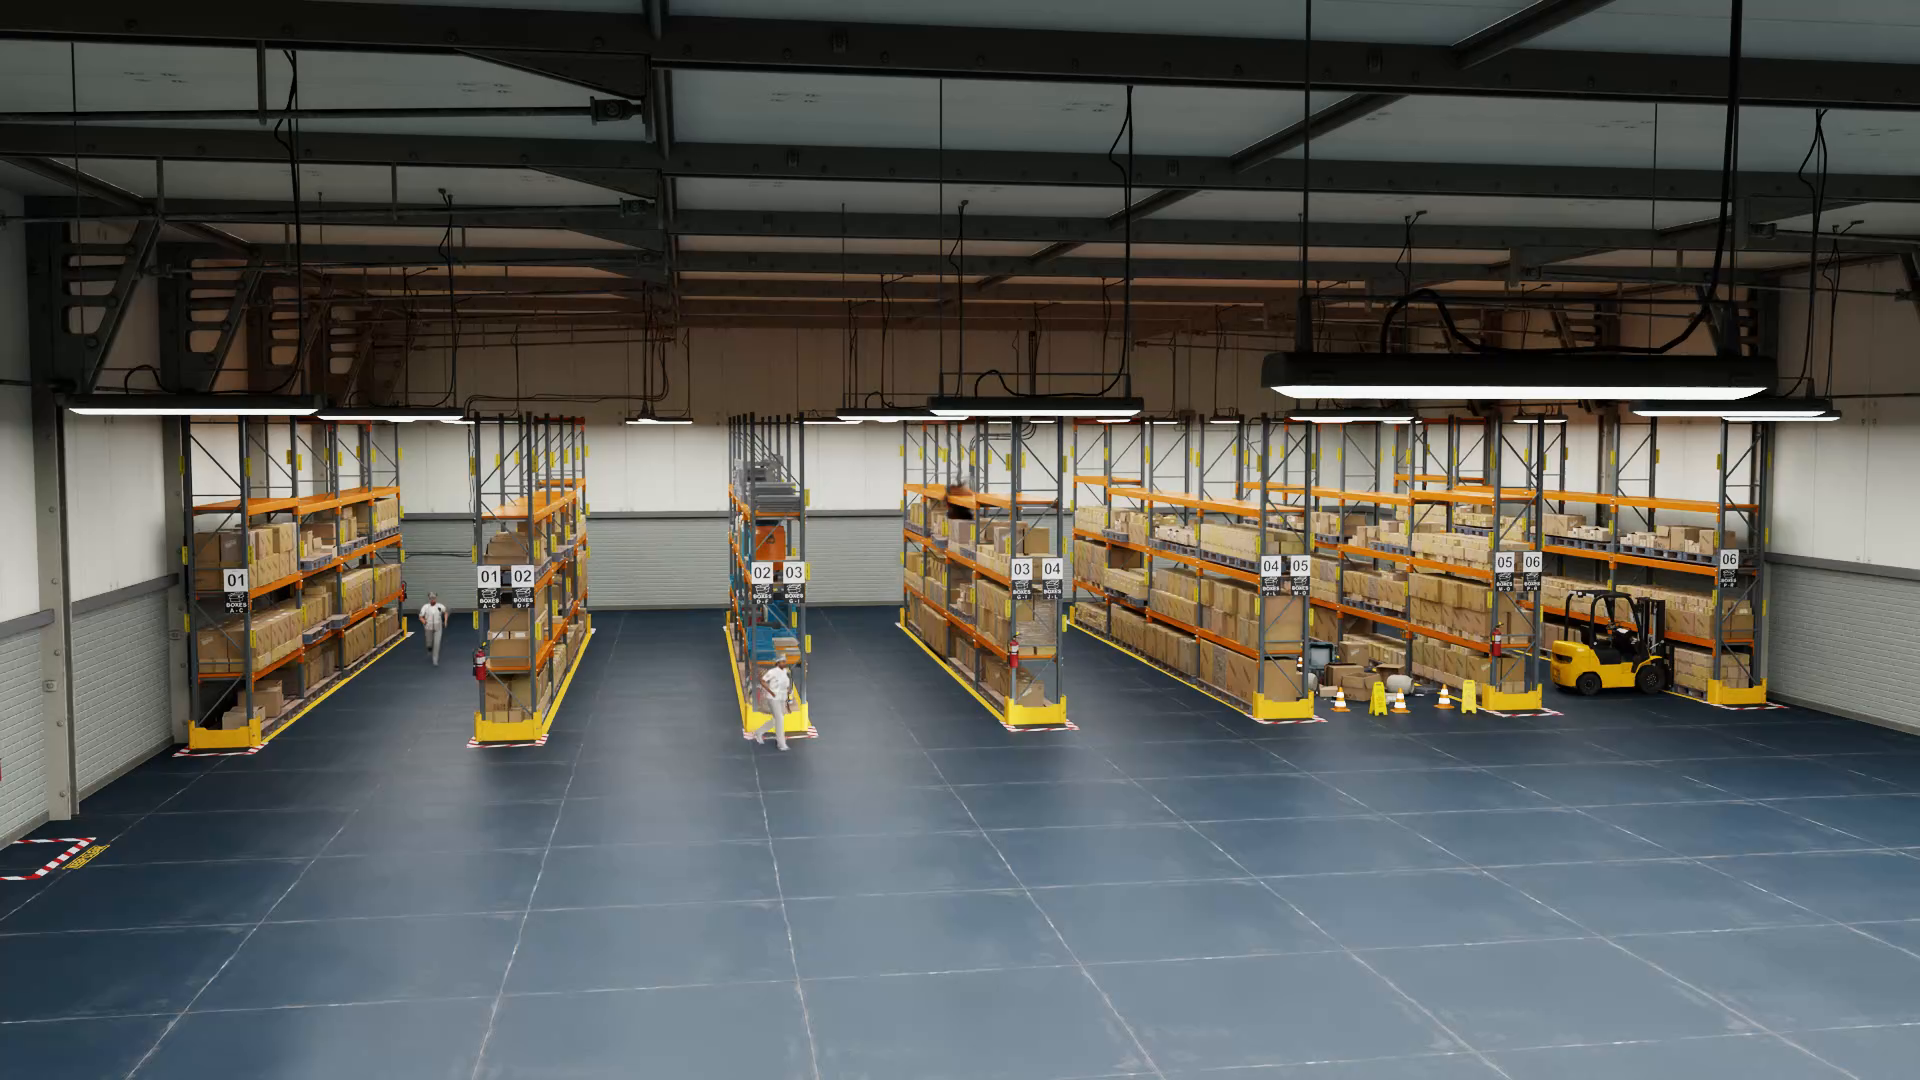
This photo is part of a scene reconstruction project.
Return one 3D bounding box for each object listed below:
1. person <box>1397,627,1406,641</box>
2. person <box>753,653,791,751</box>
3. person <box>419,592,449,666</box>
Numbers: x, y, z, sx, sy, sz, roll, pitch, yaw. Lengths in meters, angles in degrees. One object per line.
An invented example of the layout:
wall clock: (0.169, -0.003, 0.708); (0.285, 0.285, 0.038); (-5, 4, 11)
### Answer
person: (11.716, 1.887, 43.715); (0.704, 1.721, 0.555); (-1, 4, -13)
person: (-3.267, 2.878, 29.767); (0.836, 1.712, 0.606); (2, 5, 32)
person: (-12.686, 2.127, 40.117); (0.678, 1.748, 0.917); (-1, 4, -18)
